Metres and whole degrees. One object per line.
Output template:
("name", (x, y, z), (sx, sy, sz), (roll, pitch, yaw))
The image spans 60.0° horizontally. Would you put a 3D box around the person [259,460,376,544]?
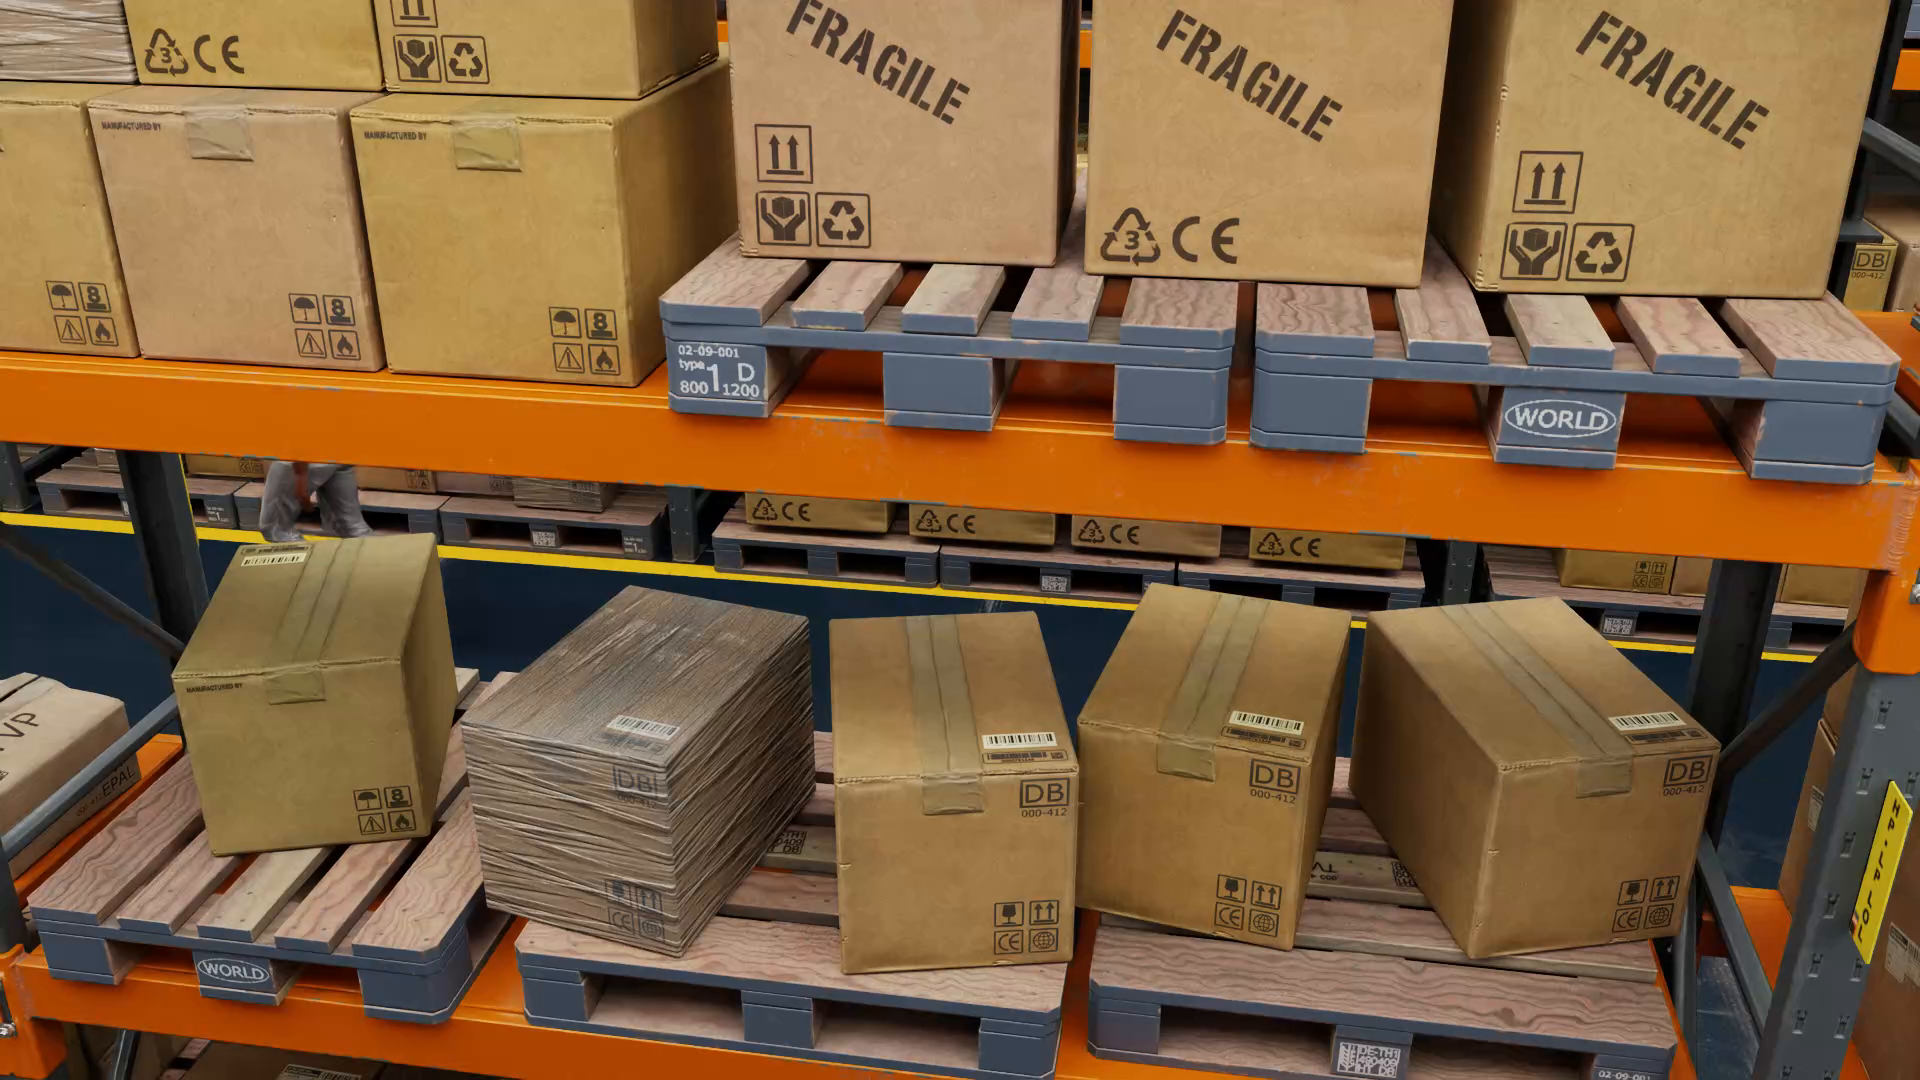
("person", (-3.086, -0.387, 7.951), (0.572, 1.835, 0.612), (7, 26, 14))
